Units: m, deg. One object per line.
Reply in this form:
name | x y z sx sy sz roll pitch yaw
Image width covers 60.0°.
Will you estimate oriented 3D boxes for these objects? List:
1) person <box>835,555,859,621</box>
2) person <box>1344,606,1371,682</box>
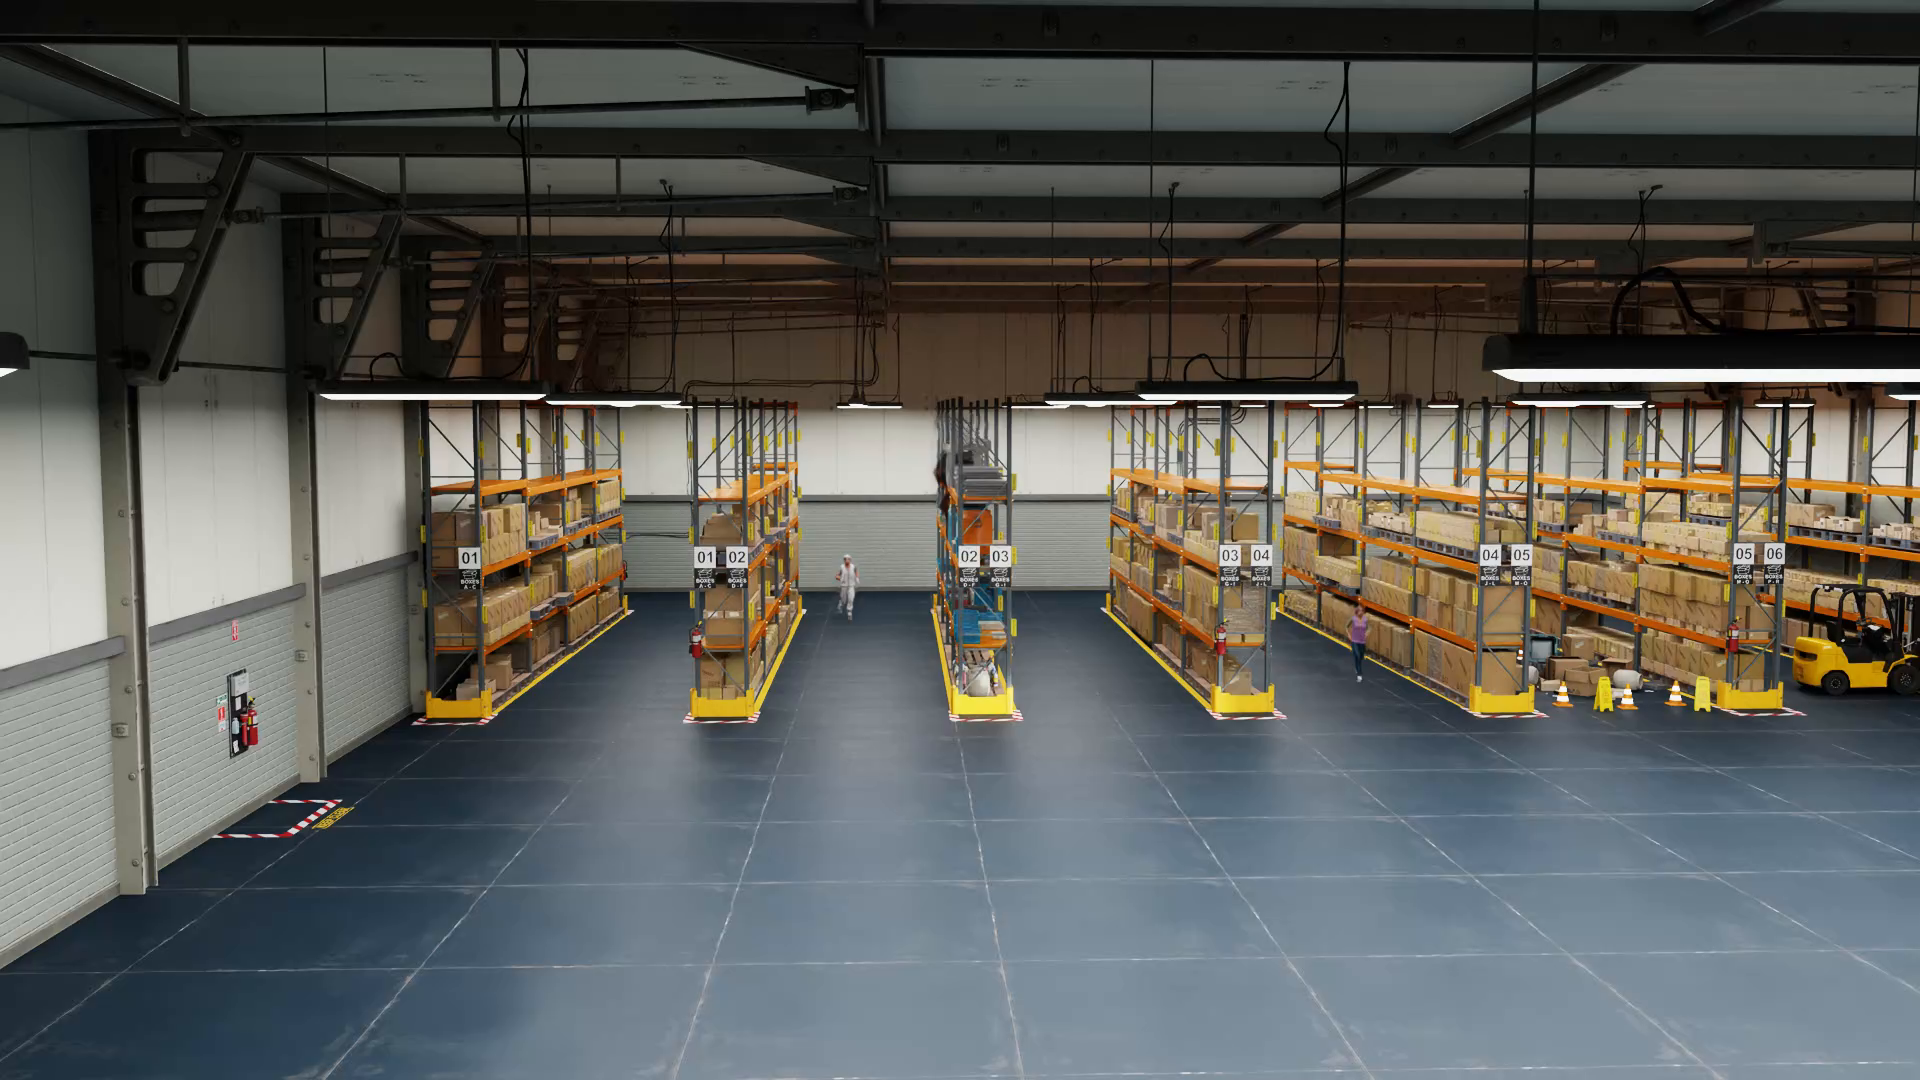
person | -3.116 1.292 45.939 0.668 1.786 0.953 -1 5 -15
person | 8.491 2.194 35.527 0.547 1.594 0.834 0 4 -1
